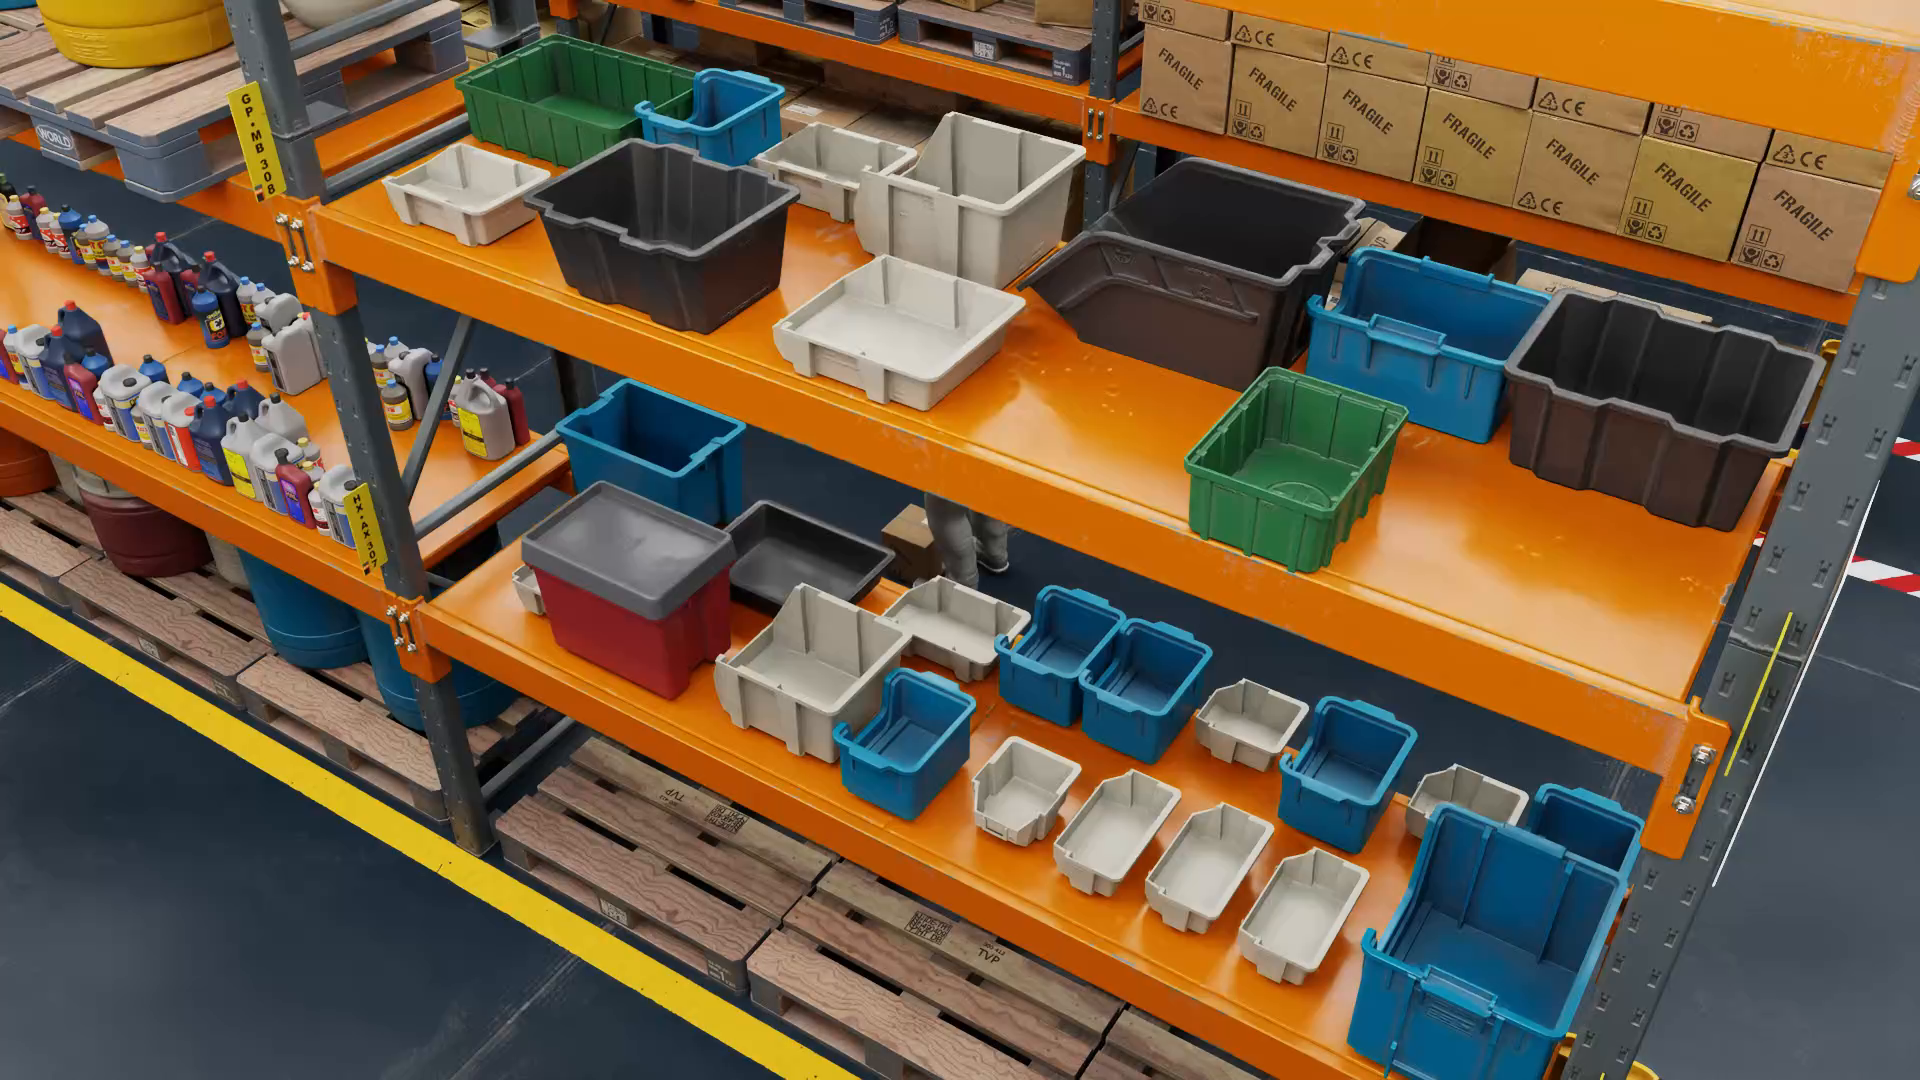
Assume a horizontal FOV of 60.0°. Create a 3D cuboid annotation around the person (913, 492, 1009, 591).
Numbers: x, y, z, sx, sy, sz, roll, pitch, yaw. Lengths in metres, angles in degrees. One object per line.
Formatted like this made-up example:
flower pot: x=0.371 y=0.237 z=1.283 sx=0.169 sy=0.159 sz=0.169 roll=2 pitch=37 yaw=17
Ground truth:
person: x=0.037 y=-0.471 z=7.271 sx=0.431 sy=1.750 sz=0.606 roll=19 pitch=42 yaw=23
